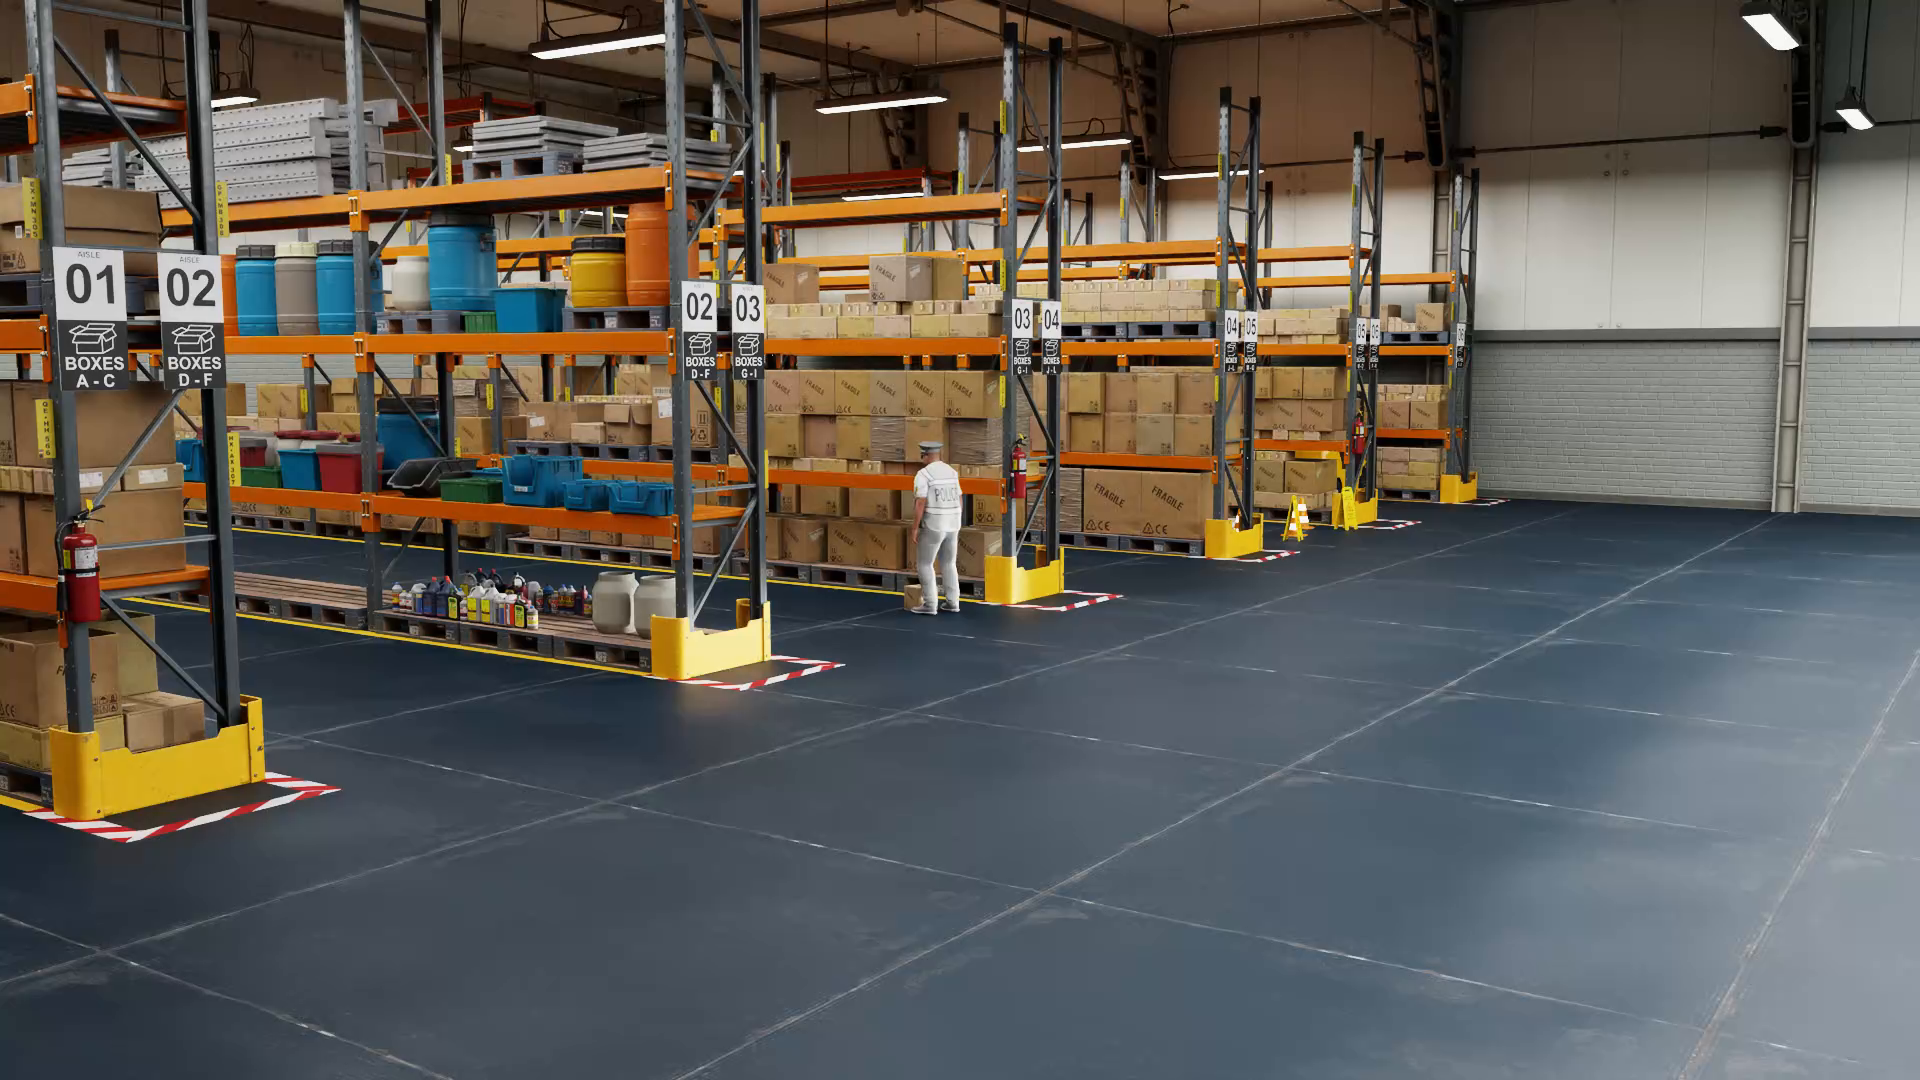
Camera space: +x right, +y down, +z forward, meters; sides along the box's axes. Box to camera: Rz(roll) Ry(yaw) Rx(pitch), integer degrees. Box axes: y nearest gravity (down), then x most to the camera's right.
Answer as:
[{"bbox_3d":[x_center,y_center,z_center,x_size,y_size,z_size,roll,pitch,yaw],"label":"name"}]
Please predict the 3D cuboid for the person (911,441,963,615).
[{"bbox_3d":[-0.226,-0.123,16.860,0.584,1.747,0.438,-5,8,-37],"label":"person"}]
